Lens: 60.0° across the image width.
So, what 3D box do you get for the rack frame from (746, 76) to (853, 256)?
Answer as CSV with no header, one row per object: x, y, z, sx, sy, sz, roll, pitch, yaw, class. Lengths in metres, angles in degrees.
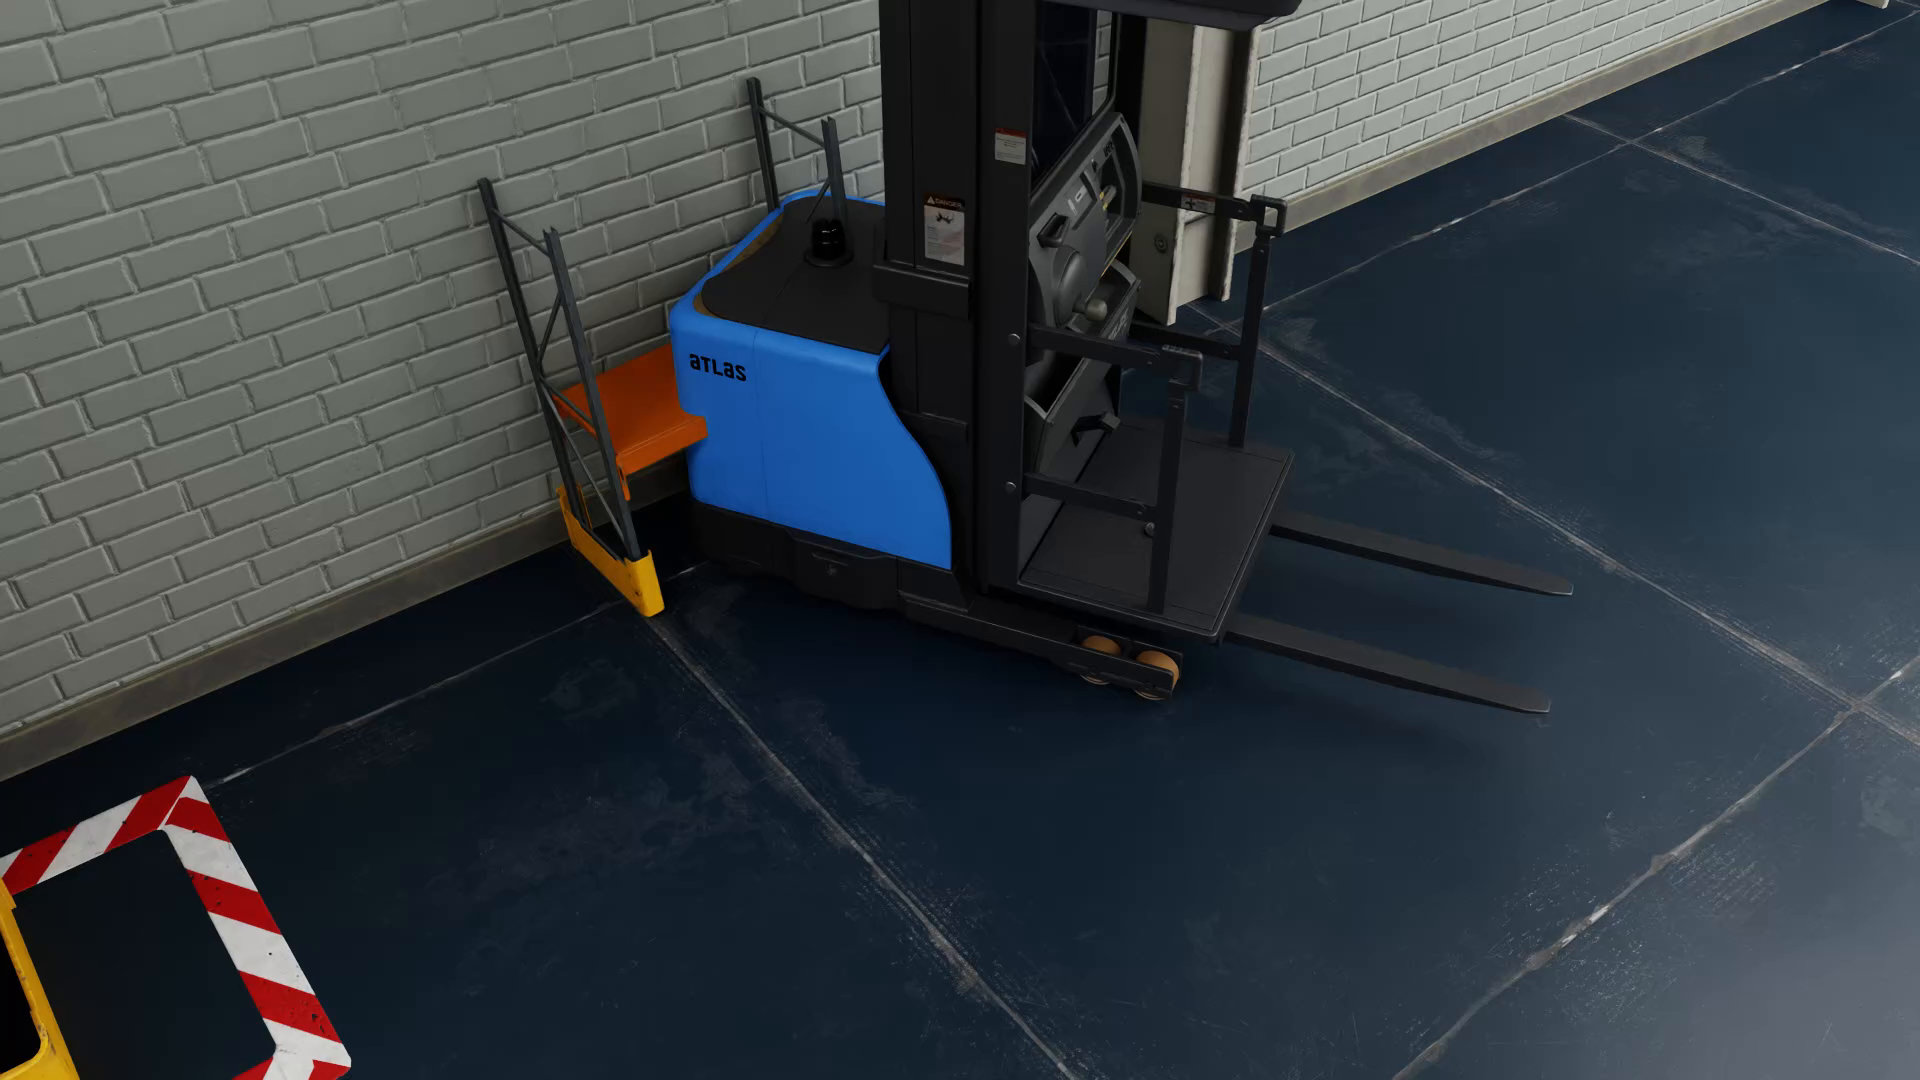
-0.514,-0.899,6.044,0.032,1.500,0.500,-29,45,-26,rack frame

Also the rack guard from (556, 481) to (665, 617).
-1.262,0.028,5.992,0.087,0.250,0.587,-29,45,-26,rack guard

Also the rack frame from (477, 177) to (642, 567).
-1.311,-0.454,5.596,0.032,1.500,0.500,-29,45,-26,rack frame

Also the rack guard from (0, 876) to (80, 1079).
-2.652,1.193,4.402,0.348,0.500,1.175,-26,46,-28,rack guard

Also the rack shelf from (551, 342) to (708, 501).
-0.899,-0.538,5.934,1.000,0.185,0.538,-29,45,-26,rack shelf

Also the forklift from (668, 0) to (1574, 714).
0.582,-0.980,5.134,3.031,2.935,1.130,15,42,17,forklift

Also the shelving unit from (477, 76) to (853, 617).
-0.919,-0.673,5.816,1.083,1.500,0.587,-29,45,-26,shelving unit

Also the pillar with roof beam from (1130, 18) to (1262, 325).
3.608,-2.422,2.107,0.400,9.000,9.100,-26,46,-28,pillar with roof beam
